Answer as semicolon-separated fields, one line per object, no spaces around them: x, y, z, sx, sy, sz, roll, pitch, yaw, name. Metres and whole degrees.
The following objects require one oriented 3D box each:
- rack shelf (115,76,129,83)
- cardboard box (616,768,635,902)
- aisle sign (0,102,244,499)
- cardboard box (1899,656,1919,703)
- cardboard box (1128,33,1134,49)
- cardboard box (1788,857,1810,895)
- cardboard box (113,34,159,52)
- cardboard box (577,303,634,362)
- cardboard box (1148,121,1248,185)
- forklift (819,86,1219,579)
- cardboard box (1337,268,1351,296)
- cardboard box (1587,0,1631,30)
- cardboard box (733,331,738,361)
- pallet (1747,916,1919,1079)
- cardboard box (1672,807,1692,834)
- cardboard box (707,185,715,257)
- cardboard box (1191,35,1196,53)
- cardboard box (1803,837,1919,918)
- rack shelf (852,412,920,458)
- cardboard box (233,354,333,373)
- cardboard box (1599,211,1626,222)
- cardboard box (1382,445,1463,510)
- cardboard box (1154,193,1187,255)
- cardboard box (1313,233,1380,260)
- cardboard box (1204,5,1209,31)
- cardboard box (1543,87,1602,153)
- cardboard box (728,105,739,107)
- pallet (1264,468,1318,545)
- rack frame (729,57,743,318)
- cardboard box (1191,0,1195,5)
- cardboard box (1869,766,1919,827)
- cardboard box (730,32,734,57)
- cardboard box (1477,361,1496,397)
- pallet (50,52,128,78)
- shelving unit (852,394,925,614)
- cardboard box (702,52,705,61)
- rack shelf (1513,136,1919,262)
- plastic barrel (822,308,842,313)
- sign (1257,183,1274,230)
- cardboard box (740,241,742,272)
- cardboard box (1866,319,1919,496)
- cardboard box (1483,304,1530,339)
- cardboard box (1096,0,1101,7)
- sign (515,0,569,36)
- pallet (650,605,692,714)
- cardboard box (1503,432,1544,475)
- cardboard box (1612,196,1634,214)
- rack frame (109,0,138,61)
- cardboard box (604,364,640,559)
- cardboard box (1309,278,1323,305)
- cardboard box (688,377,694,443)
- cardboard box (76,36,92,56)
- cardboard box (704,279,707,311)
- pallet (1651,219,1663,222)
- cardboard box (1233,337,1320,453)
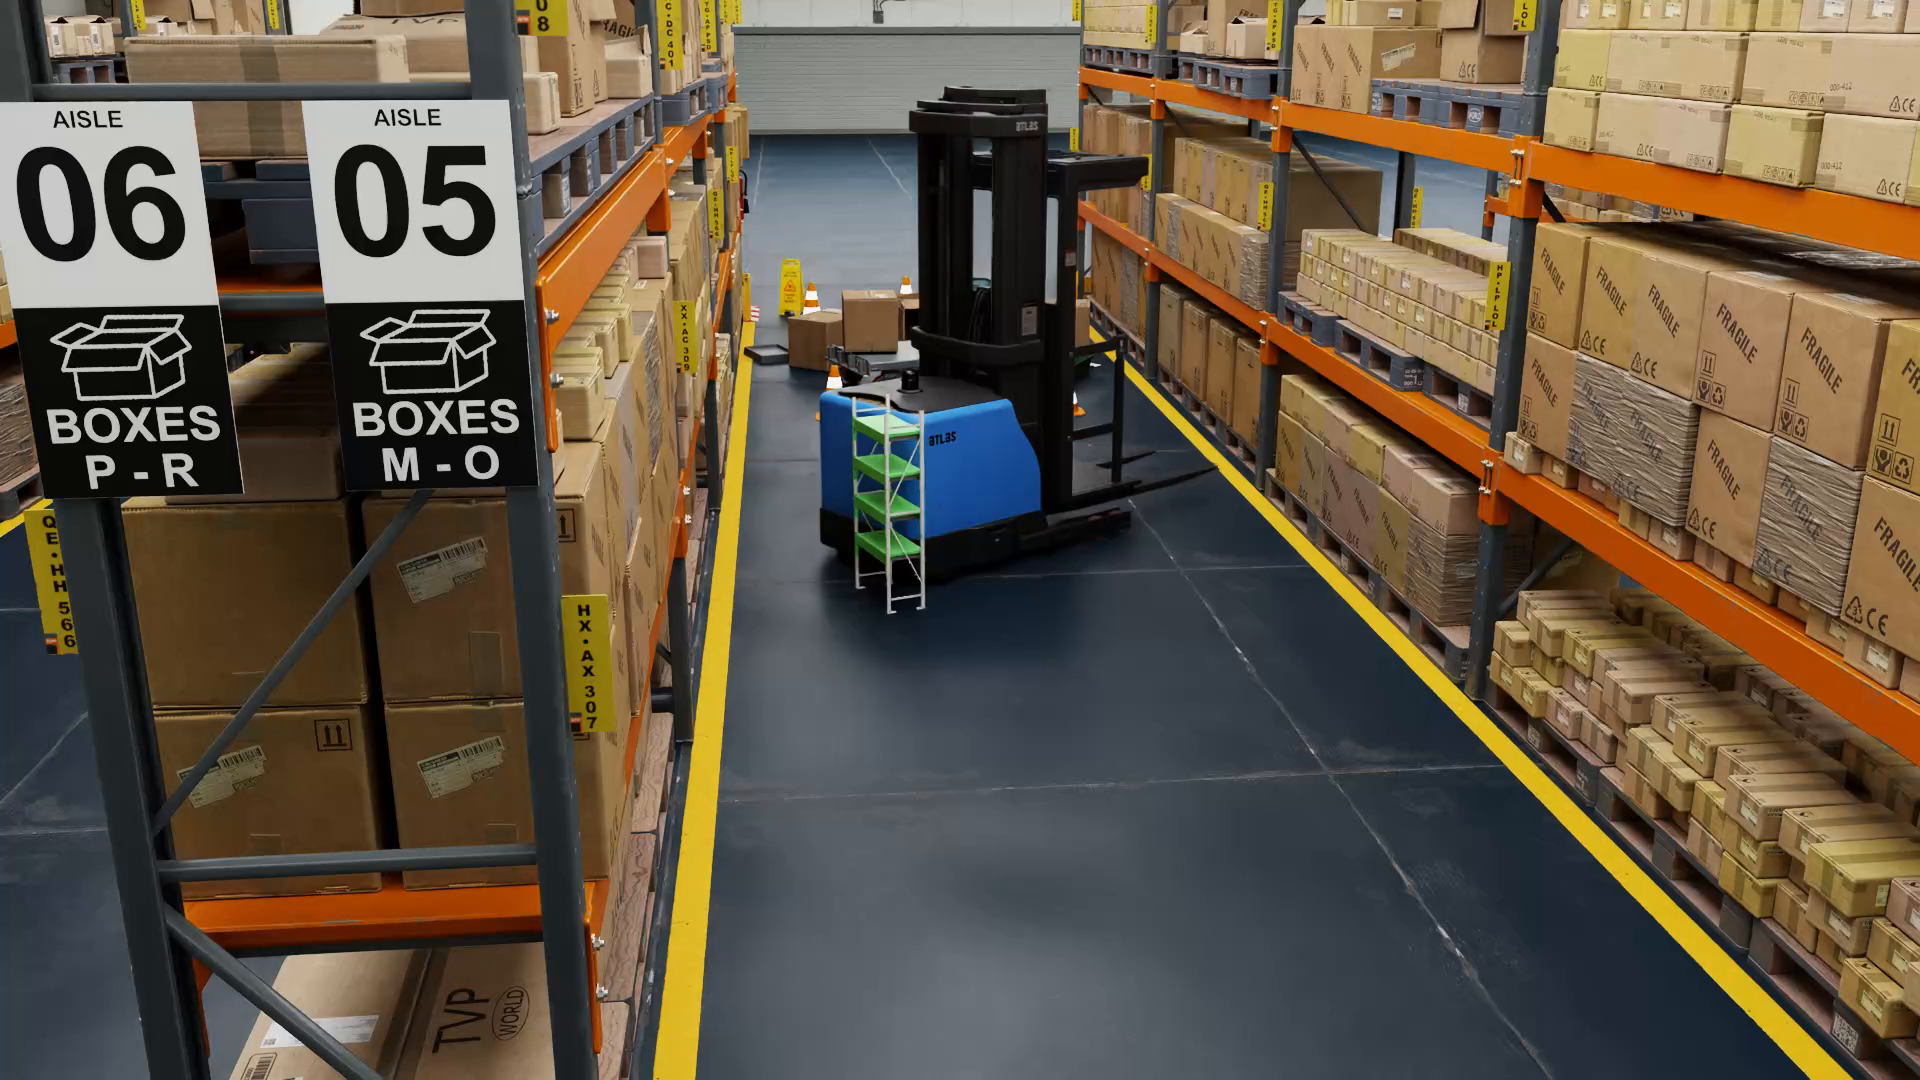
-7.761;-4.361;16.253;1.077;0.370;4.000;-2;18;-6;rack shelf
-1.742;1.031;6.461;0.875;0.438;0.875;-2;18;-7;cardboard box
-1.681;-0.466;3.312;0.394;0.787;0.004;-2;18;-6;aisle sign
3.189;0.443;5.179;0.380;0.149;0.250;-2;18;-6;cardboard box
1.859;-4.901;16.323;0.380;0.149;0.250;-2;18;-5;cardboard box
3.214;1.192;5.934;0.380;0.149;0.250;-2;18;-6;cardboard box
-7.299;-4.380;14.663;0.380;0.149;0.250;-1;17;-4;cardboard box
-1.259;-0.668;5.379;0.380;0.149;0.250;-2;18;-7;cardboard box
2.292;-3.712;15.941;0.875;0.550;0.550;-2;18;-6;cardboard box
0.531;-1.503;11.073;3.031;2.935;1.130;-15;23;-39;forklift
2.645;-1.660;10.678;0.380;0.149;0.250;-2;18;-5;cardboard box
2.905;-2.243;7.057;0.380;0.149;0.250;-3;18;-8;cardboard box
-2.410;-1.904;16.124;0.500;0.250;0.500;-3;18;-8;cardboard box
3.477;1.625;5.648;1.003;0.211;1.213;-2;18;-6;pallet
3.116;1.108;6.697;0.380;0.149;0.250;-1;17;-4;cardboard box
-2.082;-2.326;12.214;0.500;0.500;0.500;-1;17;-3;cardboard box
2.156;-4.257;14.273;0.250;0.149;0.380;-2;18;-6;cardboard box
3.105;1.137;5.613;0.380;0.149;0.250;-2;18;-7;cardboard box
-0.426;-0.618;9.752;0.258;0.148;0.480;-8;19;-24;rack shelf
-1.762;-0.417;4.578;0.380;0.149;0.250;-1;17;-4;cardboard box
6.806;-3.295;17.084;0.380;0.149;0.250;-2;18;-6;cardboard box
2.752;-0.364;9.550;0.500;0.250;0.500;-1;17;-3;cardboard box
2.082;-2.897;15.231;0.500;0.500;0.500;-2;17;-5;cardboard box
2.593;-1.964;11.149;0.380;0.149;0.250;-2;18;-7;cardboard box
2.523;-4.918;15.714;0.500;0.250;0.500;-2;18;-5;cardboard box
2.906;-1.845;7.287;0.500;0.250;0.500;-1;17;-3;cardboard box
-2.716;-4.394;17.831;0.700;0.500;0.500;-2;18;-5;cardboard box
2.787;-0.260;11.651;1.003;0.211;1.213;-2;18;-6;pallet
-3.030;-4.023;18.985;1.000;3.000;0.127;-2;18;-6;rack frame
2.489;-5.377;16.509;0.380;0.149;0.250;-2;17;-5;cardboard box
3.643;0.958;6.182;0.380;0.149;0.250;-1;17;-3;cardboard box
-2.710;-5.381;18.054;0.500;0.250;0.500;-2;18;-6;cardboard box
2.883;-0.824;8.512;0.380;0.149;0.250;-2;18;-7;cardboard box
-7.668;-4.319;15.067;1.003;0.211;1.213;-2;18;-6;pallet
-0.426;-0.221;9.877;0.258;1.200;0.503;-8;19;-24;shelving unit
-2.366;-4.071;13.678;0.500;0.250;0.500;-2;17;-5;cardboard box
3.327;-1.123;5.940;1.077;0.370;4.000;-2;18;-6;rack shelf
-1.311;-2.226;17.559;0.512;0.421;0.421;11;21;32;plastic barrel
2.156;-2.357;11.744;0.100;0.325;0.005;-2;18;-6;sign
-2.688;-3.039;18.486;0.500;0.500;0.500;-2;18;-5;cardboard box
3.186;-0.386;5.065;0.500;0.500;0.500;-2;18;-8;cardboard box
2.885;-1.109;8.427;0.380;0.149;0.250;-1;17;-3;cardboard box
1.678;-5.811;17.890;0.380;0.149;0.250;-2;17;-5;cardboard box
-0.827;-1.158;3.257;0.100;0.325;0.005;-2;18;-6;sign
-1.947;0.655;8.739;1.003;0.211;1.213;-2;18;-6;pallet
2.824;-0.417;7.916;0.380;0.149;0.250;-1;17;-4;cardboard box
7.238;-3.613;17.015;0.875;0.500;0.500;-2;18;-6;cardboard box
-7.555;-5.539;13.798;1.000;3.000;0.127;-2;18;-6;rack frame
-1.267;-0.240;5.097;0.500;0.500;0.500;-2;18;-6;cardboard box
2.581;-1.684;11.251;0.380;0.149;0.250;-1;17;-3;cardboard box
-1.630;-0.670;8.553;0.500;0.250;0.500;-2;18;-7;cardboard box
-7.139;-3.918;13.193;0.380;0.149;0.250;-2;18;-6;cardboard box
-1.846;-1.518;10.419;0.500;0.250;0.500;-2;18;-7;cardboard box
7.173;-2.814;15.453;1.003;0.211;1.213;-2;18;-6;pallet
2.735;-1.134;12.836;1.050;0.750;0.750;-2;18;-6;cardboard box
